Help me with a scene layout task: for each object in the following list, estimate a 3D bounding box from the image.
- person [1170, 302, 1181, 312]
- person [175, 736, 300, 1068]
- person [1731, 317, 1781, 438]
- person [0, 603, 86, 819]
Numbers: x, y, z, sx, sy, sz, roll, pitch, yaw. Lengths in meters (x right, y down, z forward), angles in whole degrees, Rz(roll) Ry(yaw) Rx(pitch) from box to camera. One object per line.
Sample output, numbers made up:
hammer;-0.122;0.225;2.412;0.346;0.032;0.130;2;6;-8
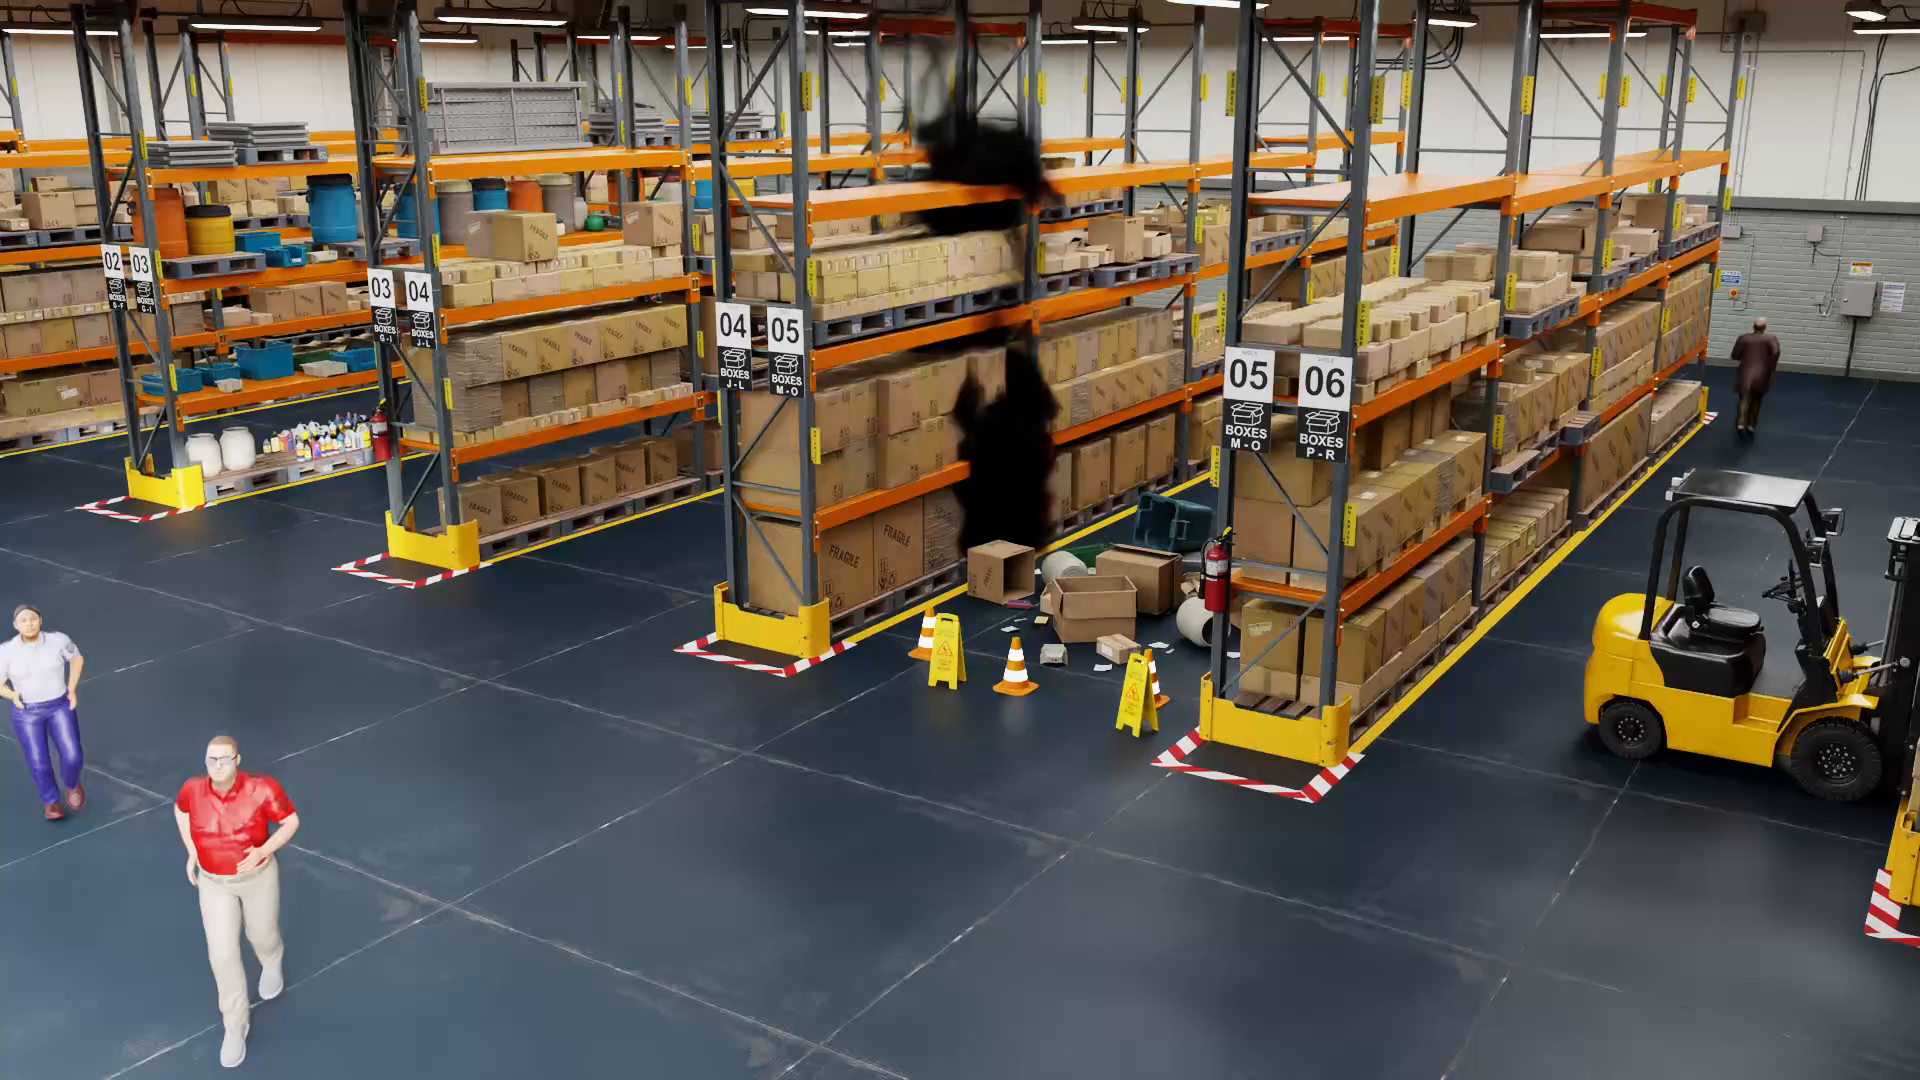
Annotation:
person;3.374;-2.920;26.440;0.665;1.688;1.025;12;20;37
person;-3.961;1.898;9.185;0.655;1.756;0.863;-5;16;-16
person;11.623;-2.360;24.392;0.646;1.806;1.008;7;17;24
person;-6.473;1.245;11.767;0.588;1.586;0.556;-9;18;-30
